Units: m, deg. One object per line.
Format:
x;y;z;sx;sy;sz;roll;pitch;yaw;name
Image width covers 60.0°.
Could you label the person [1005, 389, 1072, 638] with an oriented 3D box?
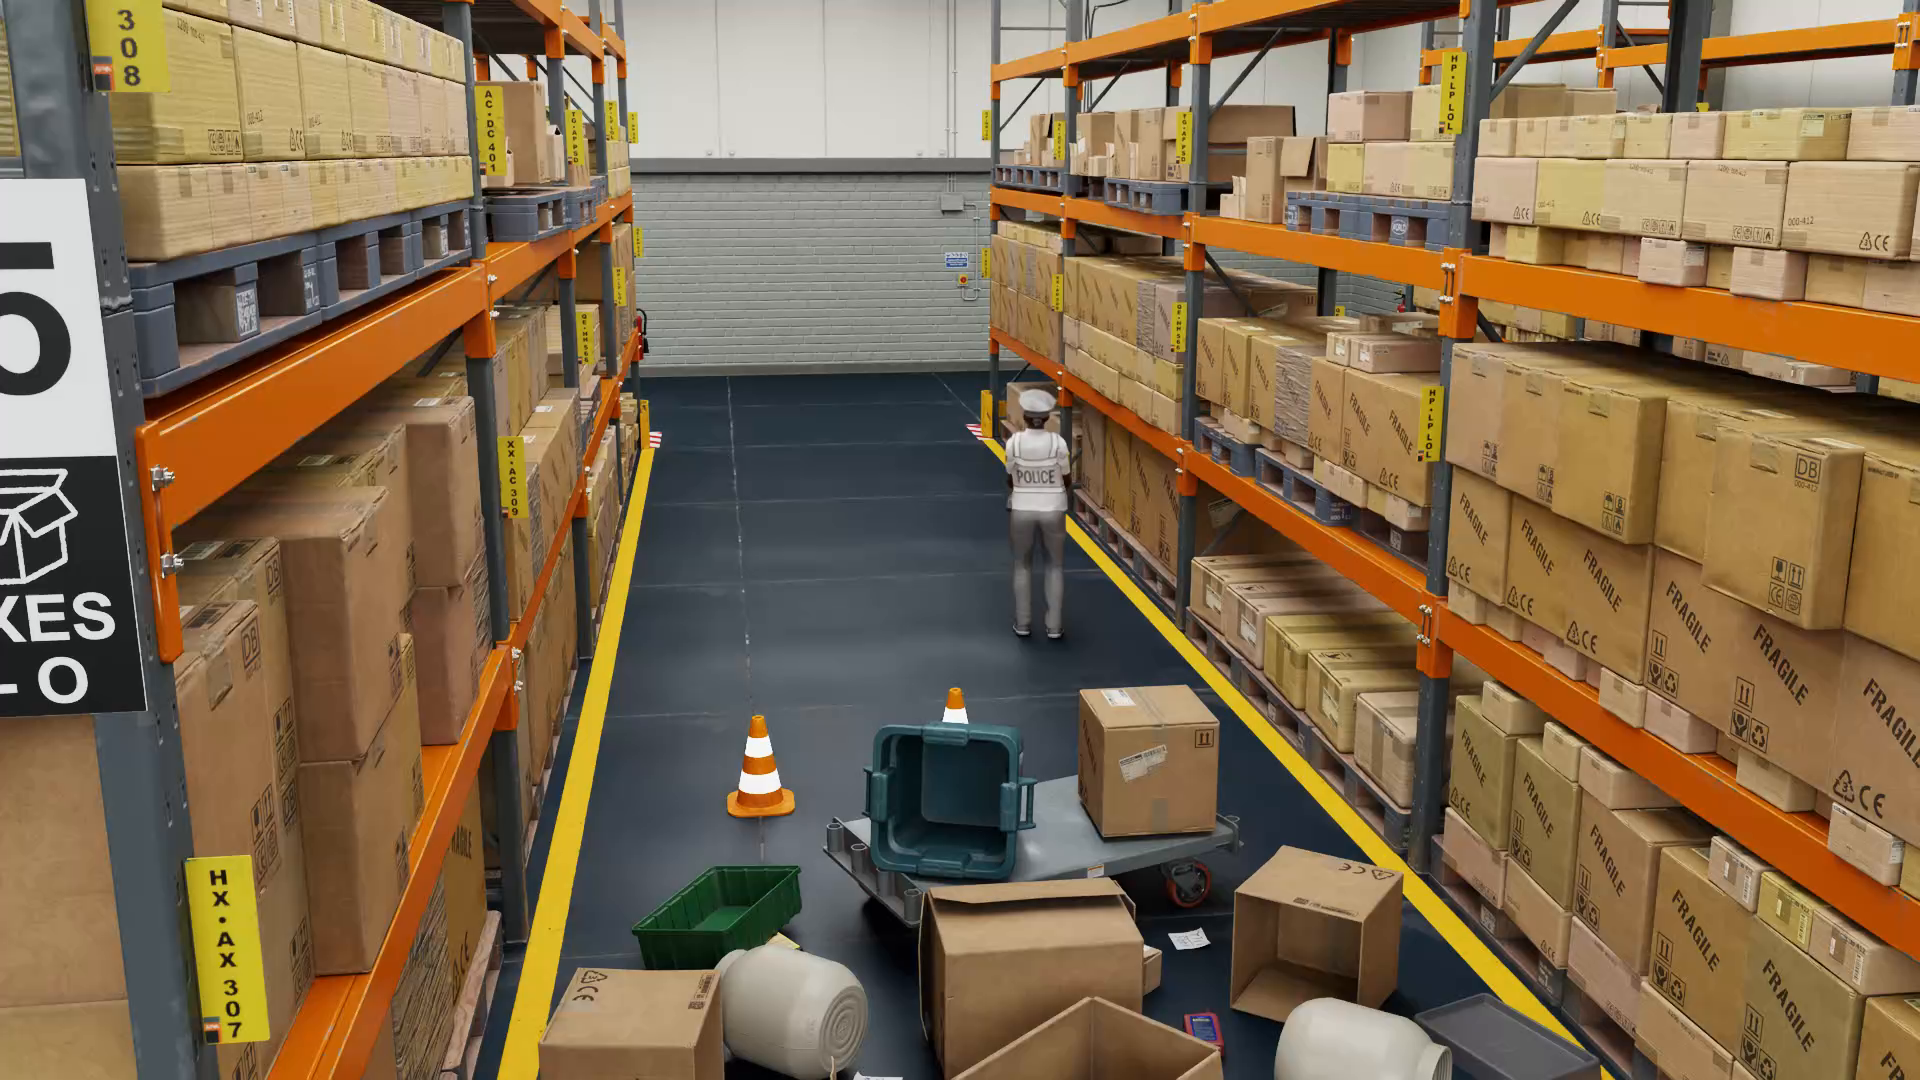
0.530;-0.188;11.234;0.451;1.690;0.518;1;13;4;person
